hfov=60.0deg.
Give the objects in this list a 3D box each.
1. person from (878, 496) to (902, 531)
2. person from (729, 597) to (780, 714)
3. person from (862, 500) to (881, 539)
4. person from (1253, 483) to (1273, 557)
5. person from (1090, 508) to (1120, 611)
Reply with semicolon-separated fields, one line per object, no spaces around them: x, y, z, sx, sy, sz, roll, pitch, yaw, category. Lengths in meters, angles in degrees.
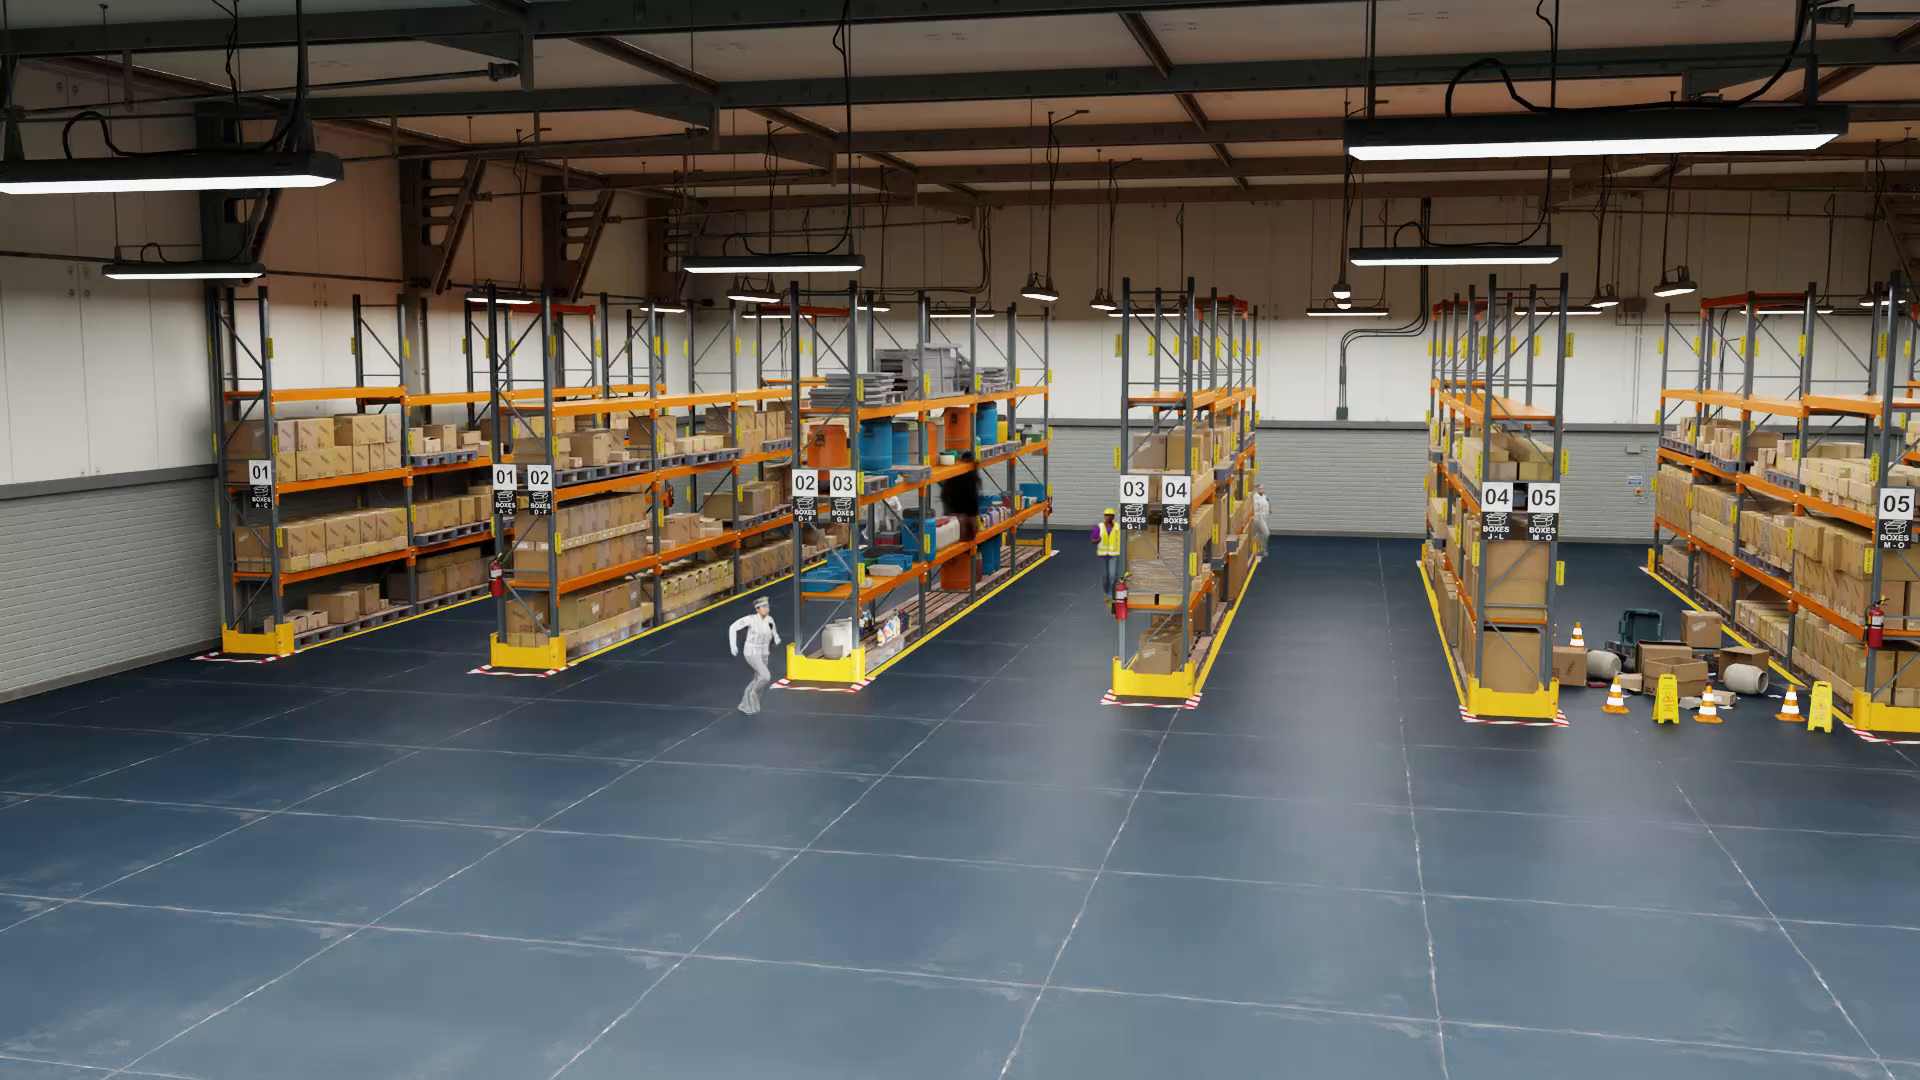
-1.734;-0.509;41.214;0.578;1.601;0.781;-1;7;-5;person
-2.748;1.574;22.608;0.741;1.642;0.645;6;9;42;person
-2.238;-0.697;42.926;0.590;1.589;0.921;-6;9;-42;person
7.233;-0.470;40.222;0.684;1.850;0.695;6;9;42;person
2.723;0.335;30.478;0.677;1.854;0.710;1;7;12;person
